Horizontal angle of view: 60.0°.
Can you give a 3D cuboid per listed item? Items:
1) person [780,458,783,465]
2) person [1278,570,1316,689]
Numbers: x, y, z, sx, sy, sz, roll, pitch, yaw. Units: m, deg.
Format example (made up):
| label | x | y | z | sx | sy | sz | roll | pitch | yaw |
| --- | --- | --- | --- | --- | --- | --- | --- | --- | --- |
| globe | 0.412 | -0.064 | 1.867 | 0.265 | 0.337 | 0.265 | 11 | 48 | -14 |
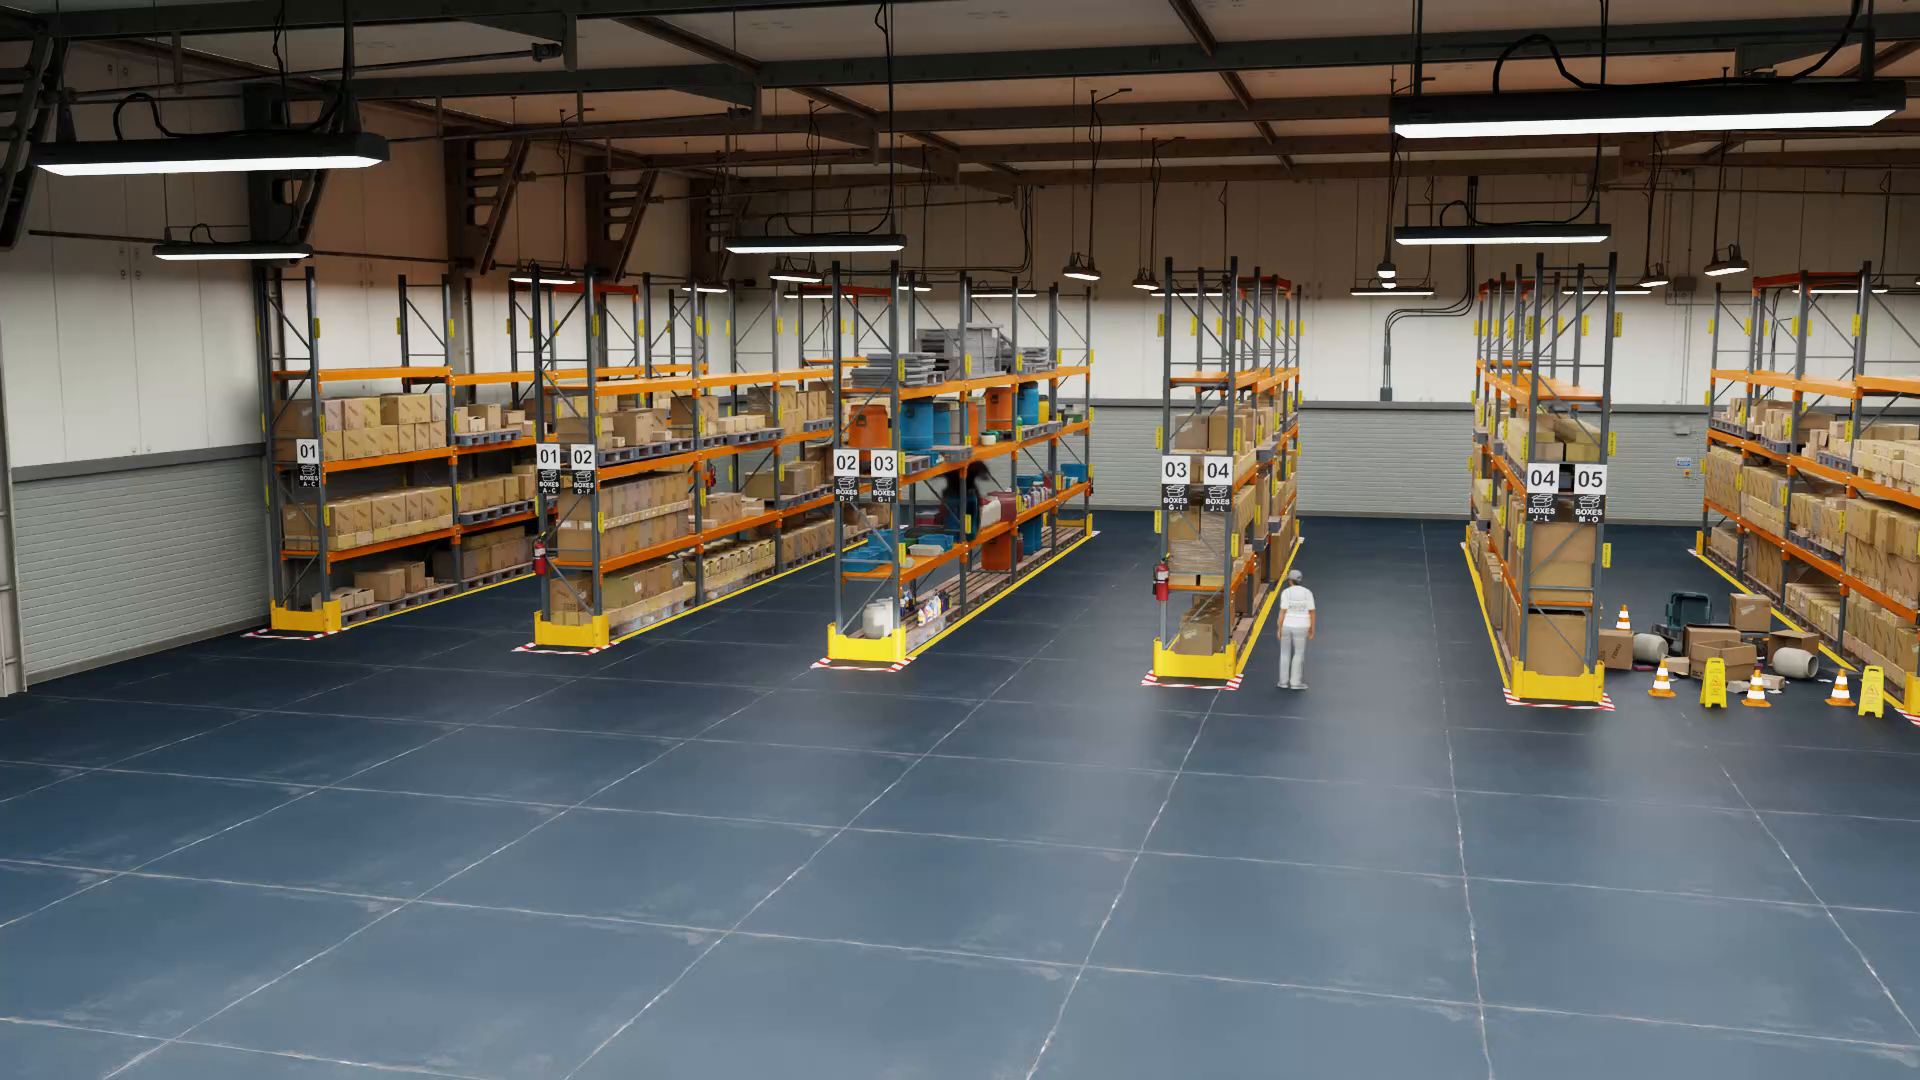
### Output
| label | x | y | z | sx | sy | sz | roll | pitch | yaw |
| --- | --- | --- | --- | --- | --- | --- | --- | --- | --- |
| person | -4.723 | -1.348 | 43.637 | 1.020 | 1.620 | 0.531 | 2 | 7 | 13 |
| person | 4.679 | 1.243 | 23.156 | 0.506 | 1.667 | 0.428 | 4 | 8 | 28 |
